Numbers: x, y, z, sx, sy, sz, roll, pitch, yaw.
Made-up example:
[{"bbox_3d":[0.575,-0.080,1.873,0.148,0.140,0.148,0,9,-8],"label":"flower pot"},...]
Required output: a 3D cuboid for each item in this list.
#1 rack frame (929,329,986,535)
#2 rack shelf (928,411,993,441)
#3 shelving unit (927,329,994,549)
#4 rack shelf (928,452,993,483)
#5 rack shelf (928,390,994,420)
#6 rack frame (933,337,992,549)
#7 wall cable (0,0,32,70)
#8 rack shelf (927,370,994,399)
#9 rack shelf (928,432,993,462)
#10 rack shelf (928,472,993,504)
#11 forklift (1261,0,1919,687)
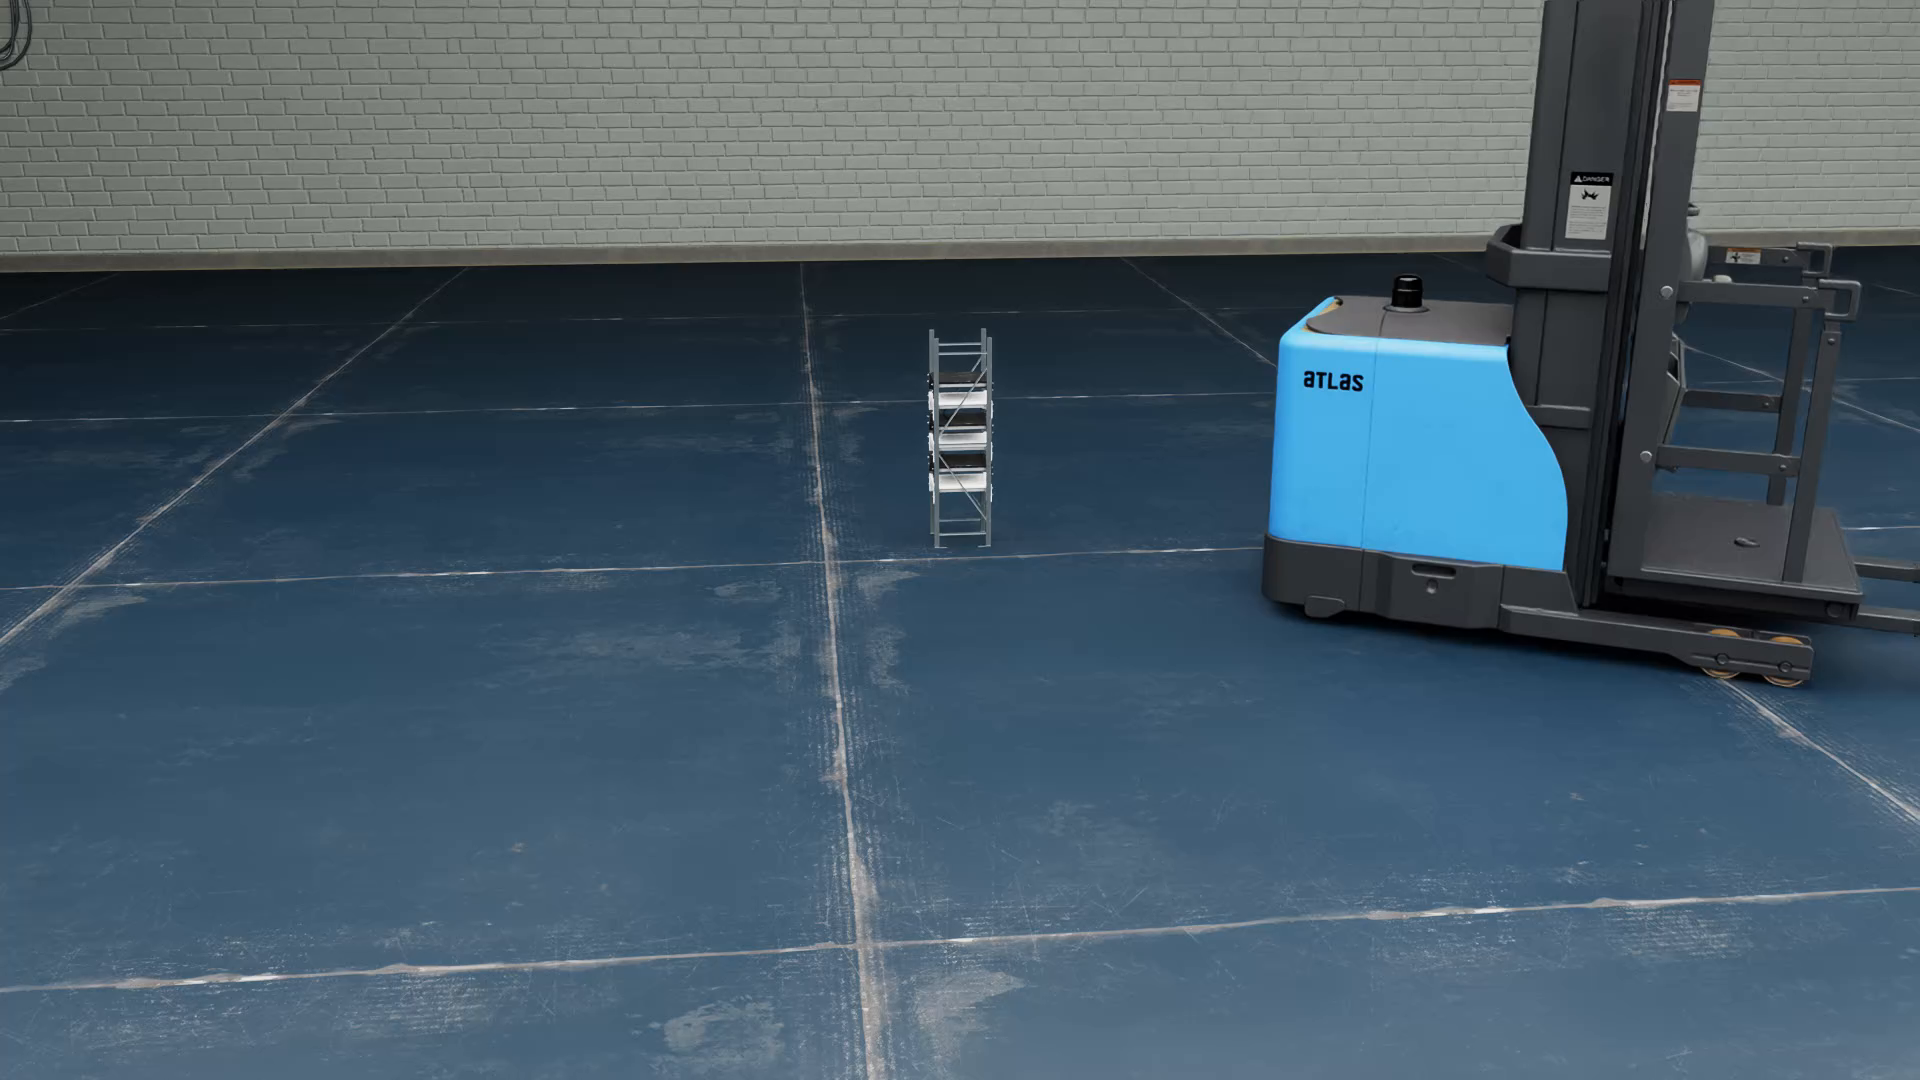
[{"bbox_3d":[-0.010,-0.457,7.131,0.240,0.900,0.006,-2,18,-6],"label":"rack frame"},{"bbox_3d":[0.001,-0.481,7.018,0.258,0.077,0.200,-2,18,-6],"label":"rack shelf"},{"bbox_3d":[0.001,-0.427,7.035,0.258,0.900,0.210,-2,18,-6],"label":"shelving unit"},{"bbox_3d":[0.001,-0.309,7.072,0.258,0.077,0.200,-2,18,-6],"label":"rack shelf"},{"bbox_3d":[0.001,-0.567,6.991,0.258,0.077,0.200,-2,18,-6],"label":"rack shelf"},{"bbox_3d":[0.011,-0.397,6.938,0.240,0.900,0.006,-2,18,-6],"label":"rack frame"},{"bbox_3d":[-9.425,-5.139,13.706,3.097,2.526,0.112,-2,18,-6],"label":"wall cable"},{"bbox_3d":[0.001,-0.653,6.964,0.258,0.077,0.200,-2,18,-6],"label":"rack shelf"},{"bbox_3d":[0.001,-0.395,7.045,0.258,0.077,0.200,-2,18,-6],"label":"rack shelf"},{"bbox_3d":[0.001,-0.223,7.098,0.258,0.077,0.200,-2,18,-6],"label":"rack shelf"},{"bbox_3d":[2.709,-1.084,5.737,3.031,2.935,1.130,7,19,21],"label":"forklift"}]
